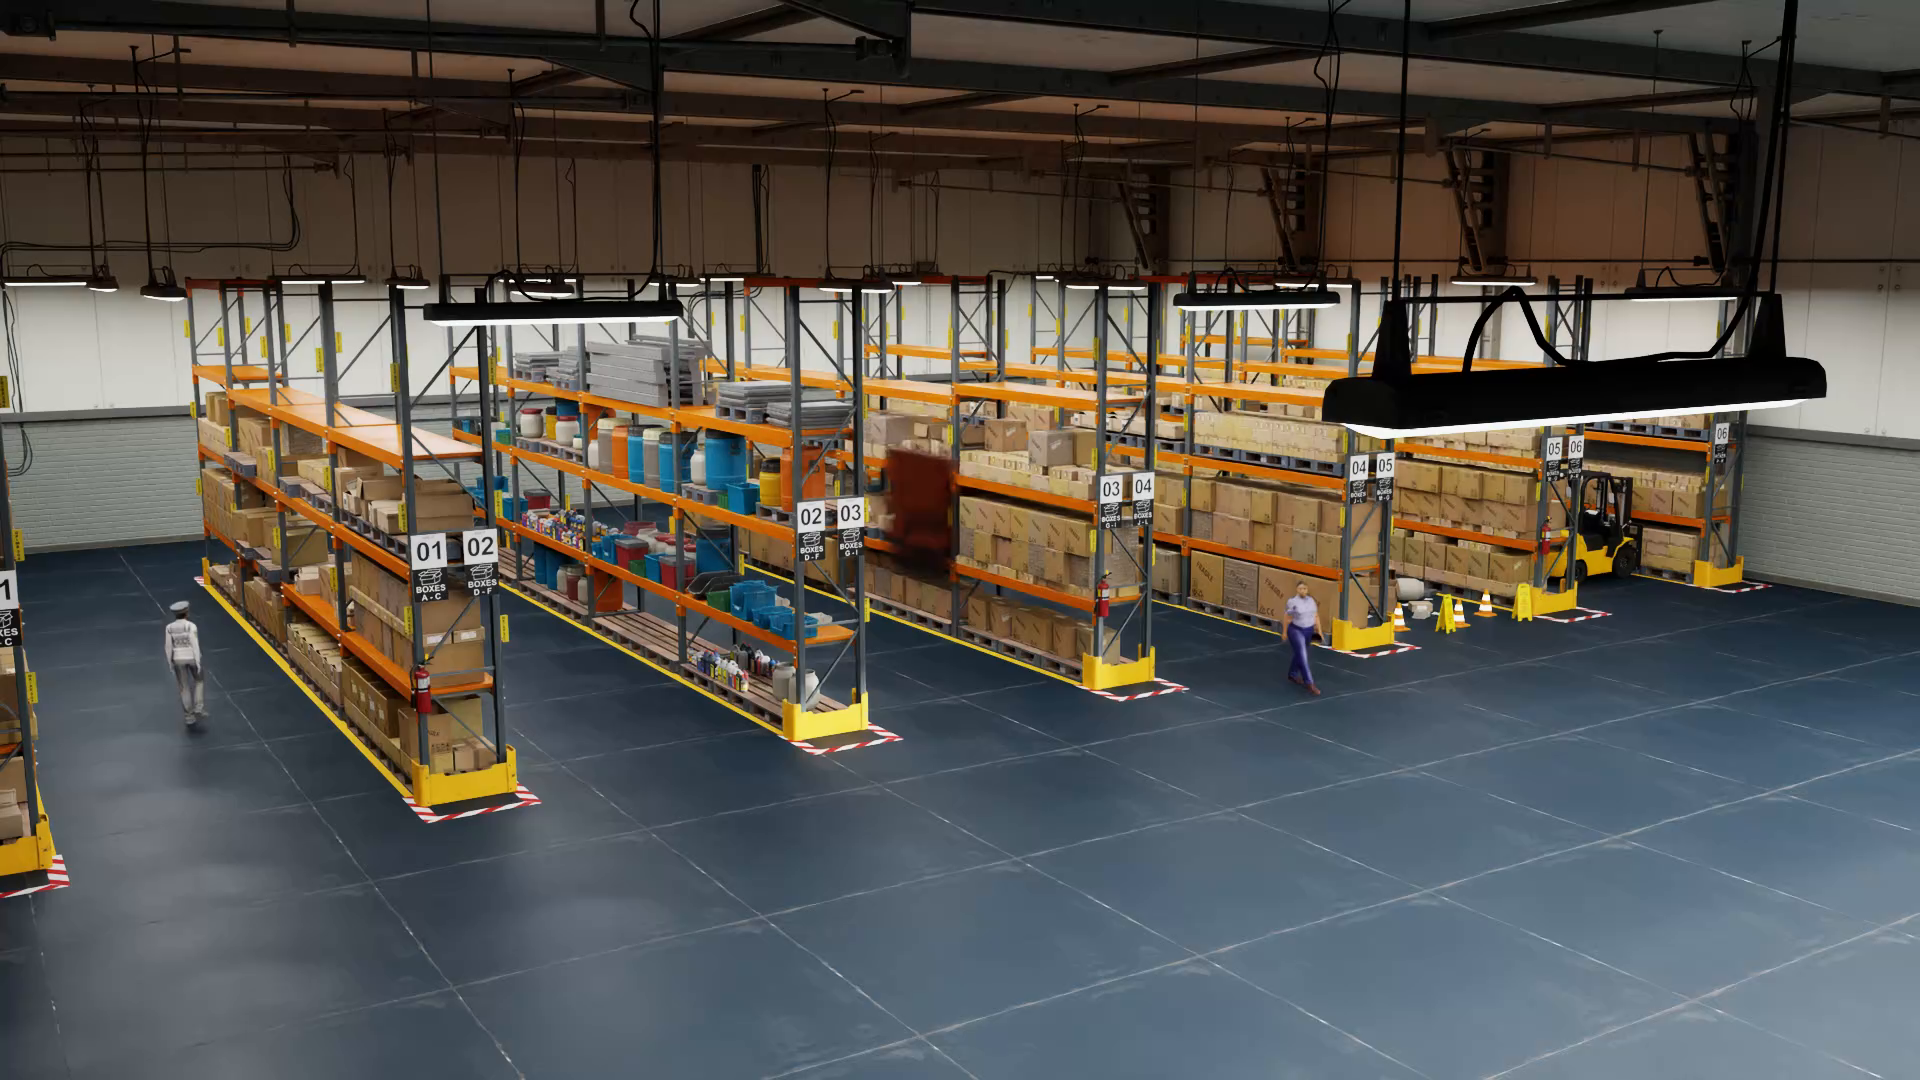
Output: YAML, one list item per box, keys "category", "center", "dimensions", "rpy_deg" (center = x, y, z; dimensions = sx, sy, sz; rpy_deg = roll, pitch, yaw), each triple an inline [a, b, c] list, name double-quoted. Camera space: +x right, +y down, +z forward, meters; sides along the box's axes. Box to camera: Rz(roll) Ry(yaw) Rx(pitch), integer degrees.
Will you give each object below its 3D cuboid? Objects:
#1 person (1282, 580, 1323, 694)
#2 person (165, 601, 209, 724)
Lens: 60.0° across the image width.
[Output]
- category: "person"
  center: [5.136, 1.405, 24.701]
  dimensions: [0.501, 1.610, 0.904]
  rpy_deg: [-5, 11, -27]
- category: "person"
  center: [-10.670, 1.690, 22.901]
  dimensions: [0.493, 1.670, 0.504]
  rpy_deg: [-4, 10, -22]
